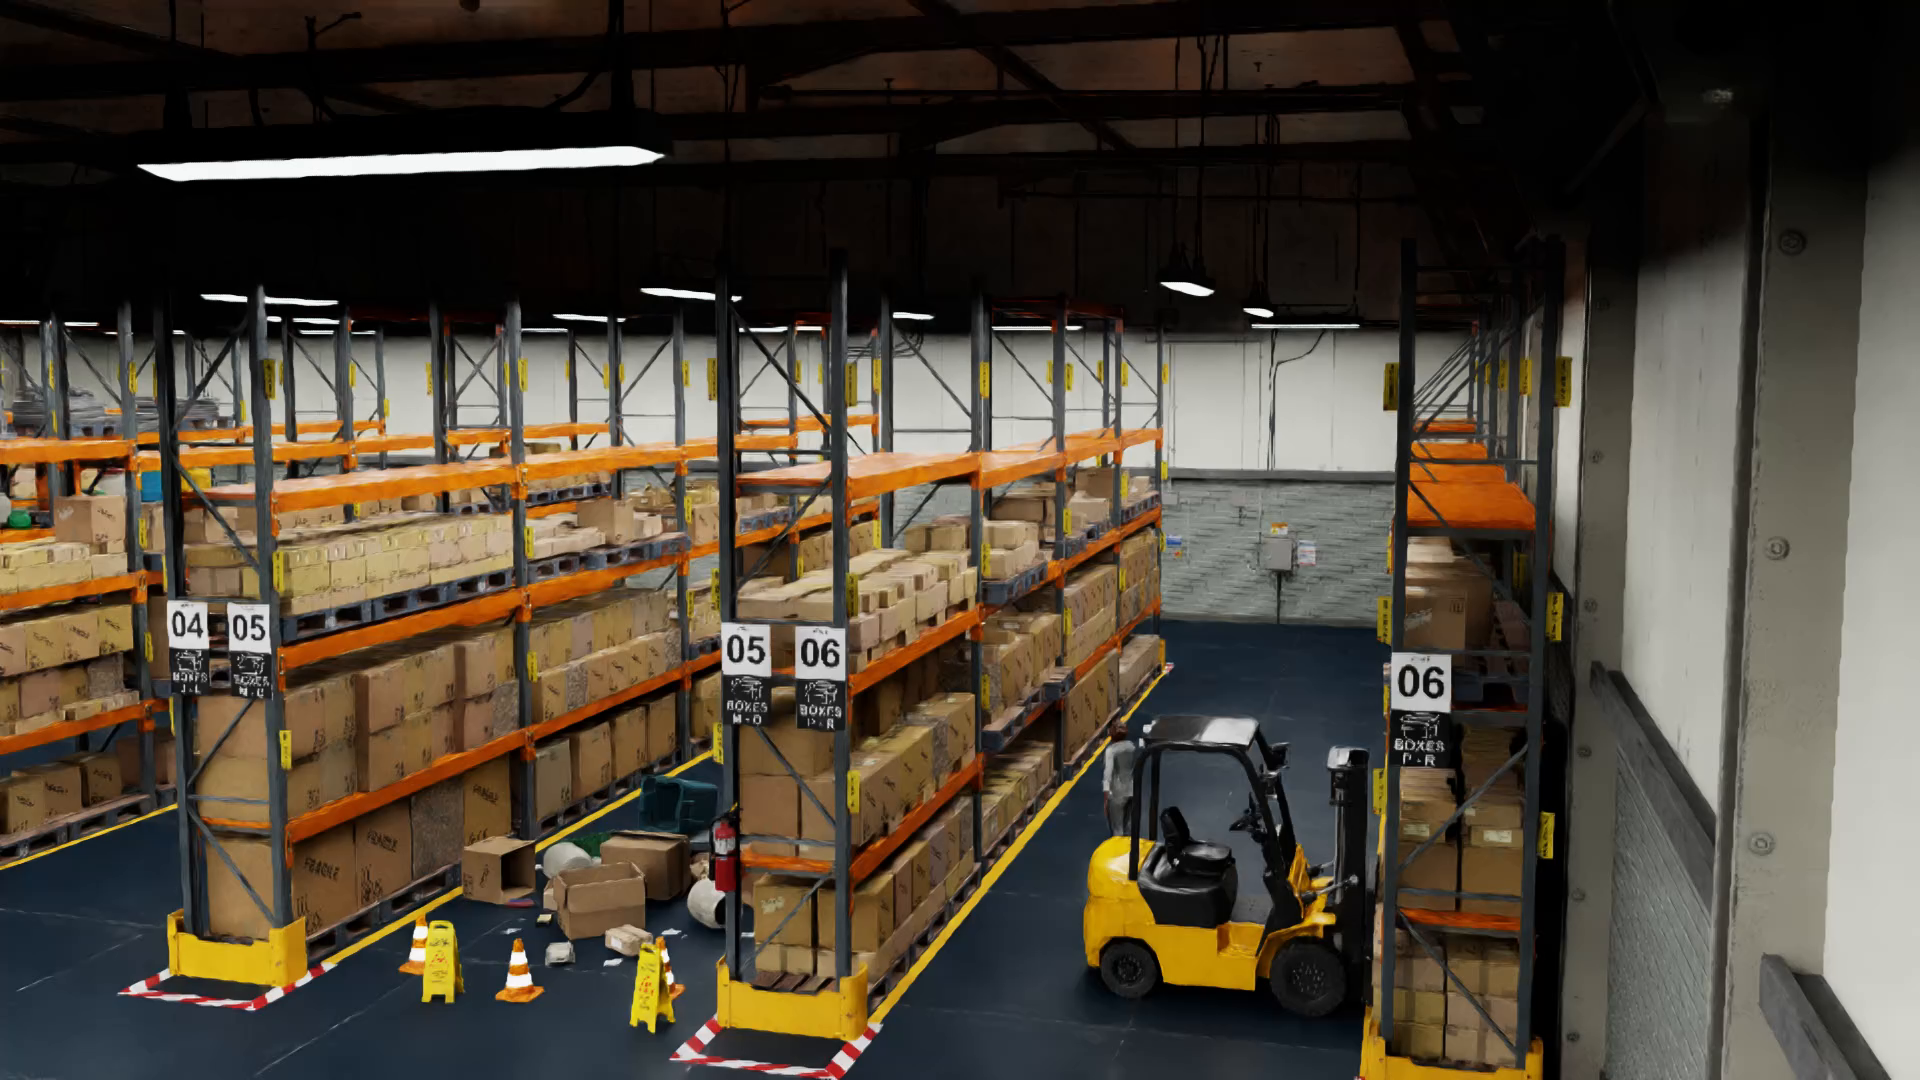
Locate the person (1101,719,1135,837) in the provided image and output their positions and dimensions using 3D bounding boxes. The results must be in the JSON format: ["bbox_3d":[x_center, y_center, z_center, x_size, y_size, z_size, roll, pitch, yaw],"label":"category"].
[{"bbox_3d":[1.573,2.591,16.769,0.467,1.599,0.450,-6,8,-44],"label":"person"}]
